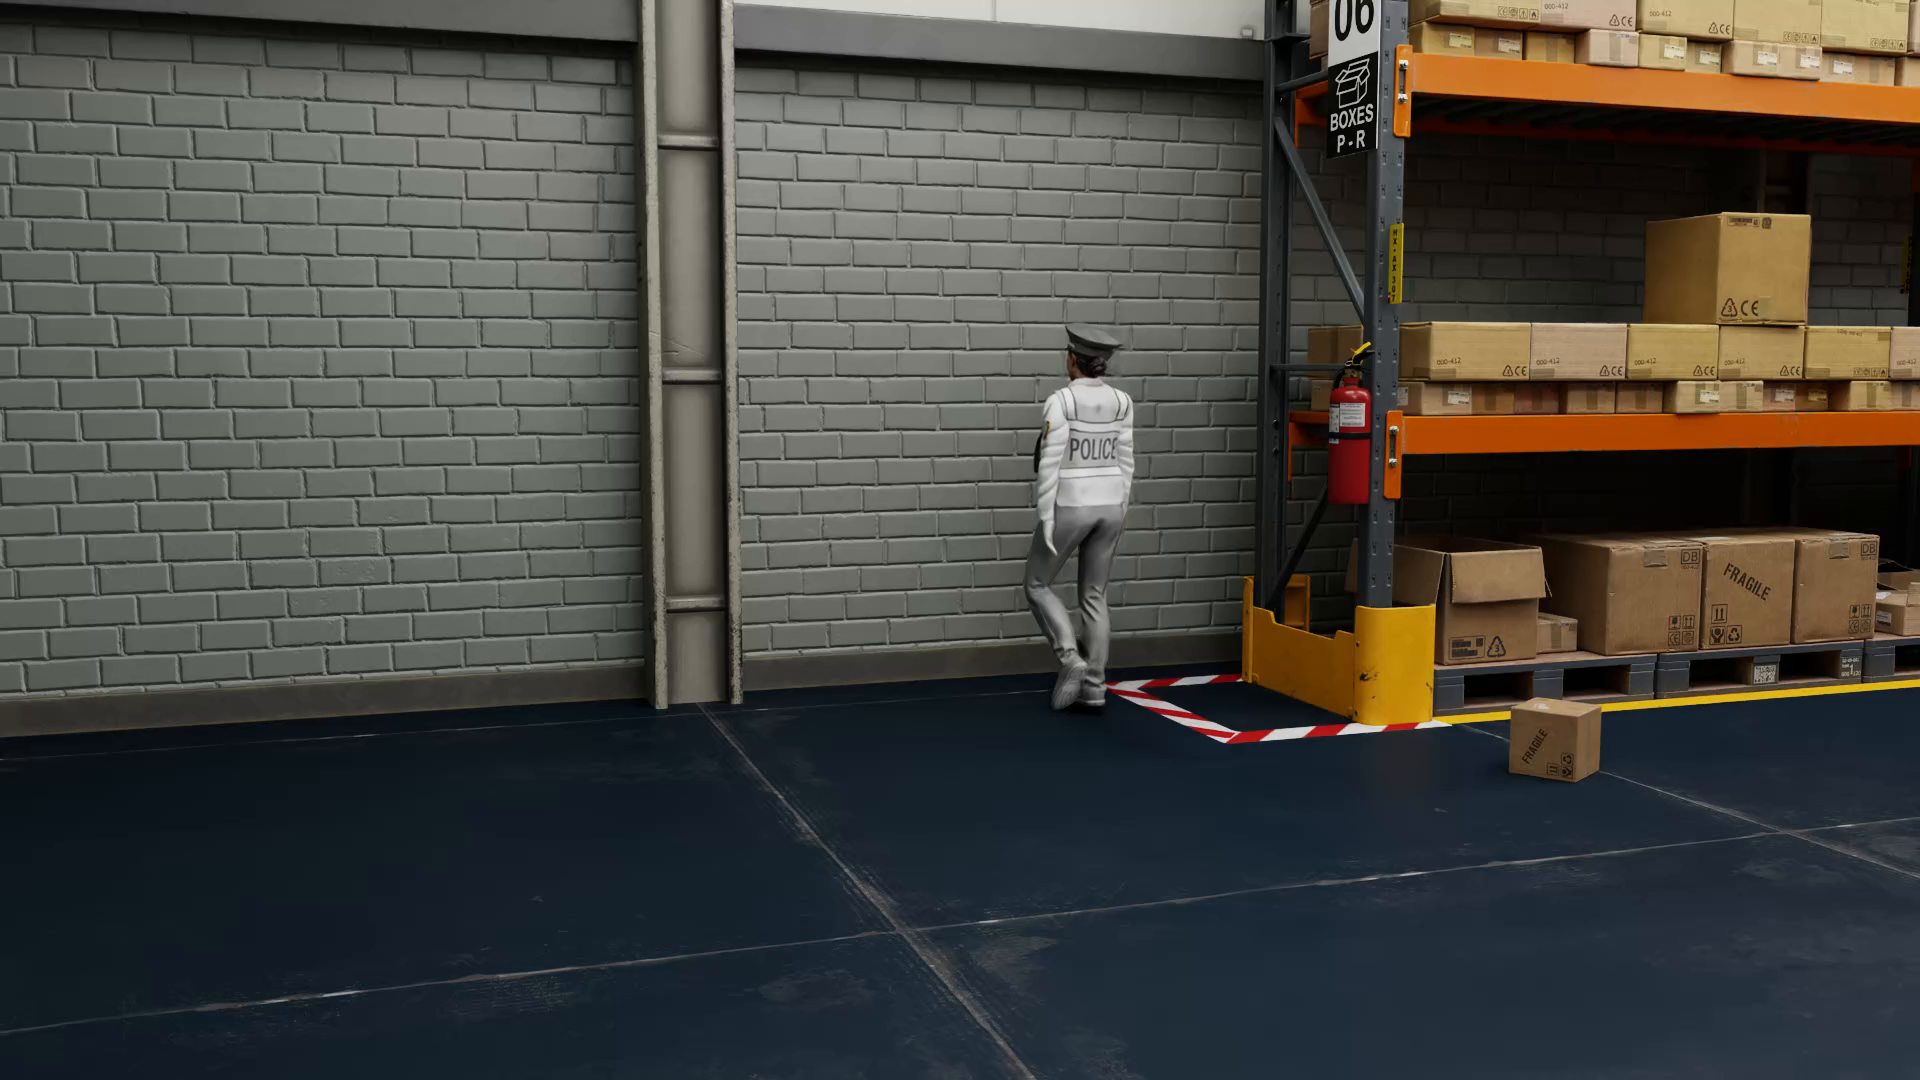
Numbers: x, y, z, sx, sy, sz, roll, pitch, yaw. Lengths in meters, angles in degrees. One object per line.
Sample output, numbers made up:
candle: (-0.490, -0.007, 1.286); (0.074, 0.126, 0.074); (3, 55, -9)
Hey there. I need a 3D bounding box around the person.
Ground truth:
person: (13.689, -1.973, 5.100); (22.793, 5.852, 14.982); (-3, 6, -24)
